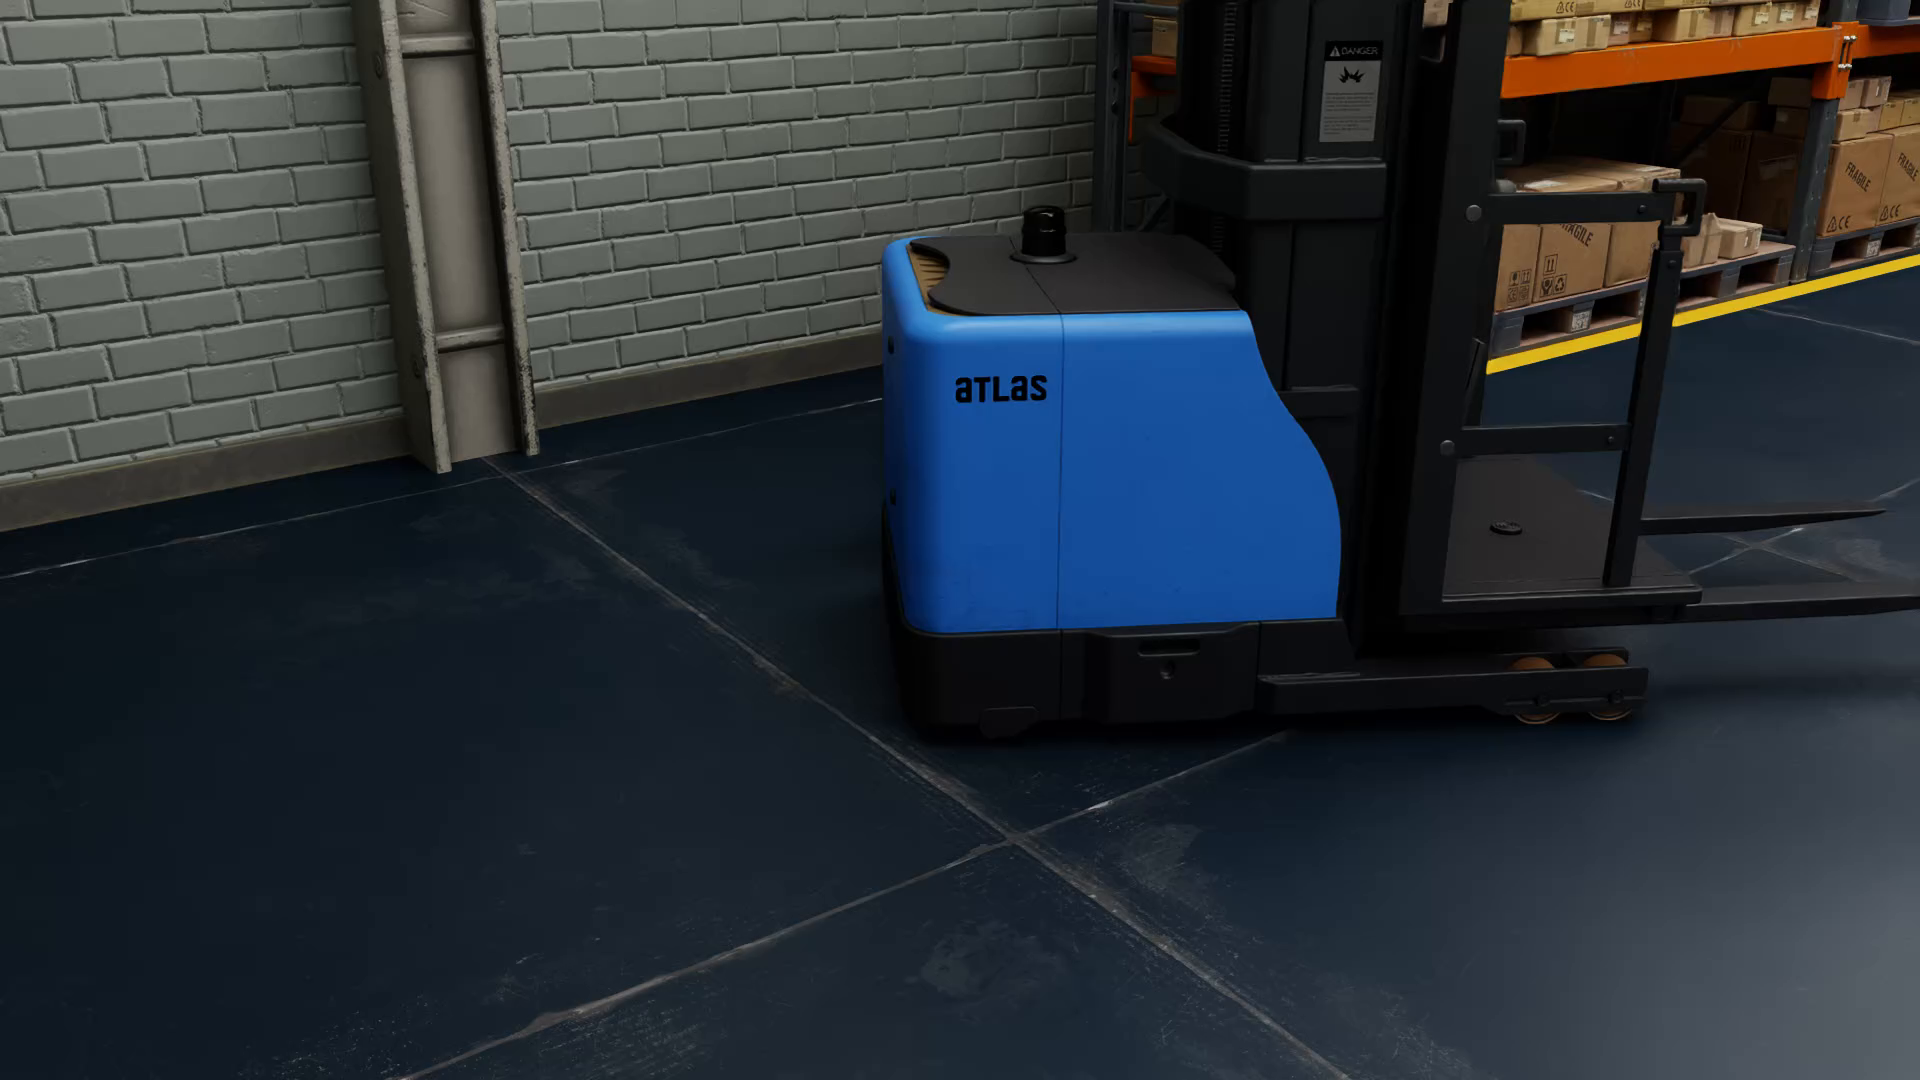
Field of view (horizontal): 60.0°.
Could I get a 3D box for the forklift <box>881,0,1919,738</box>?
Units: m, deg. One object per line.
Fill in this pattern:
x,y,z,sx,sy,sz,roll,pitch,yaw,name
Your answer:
1.321,-1.087,4.165,3.031,2.935,1.130,-2,22,-5,forklift

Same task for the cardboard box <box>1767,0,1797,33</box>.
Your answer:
3.836,-2.574,8.139,0.250,0.149,0.380,-14,26,-31,cardboard box

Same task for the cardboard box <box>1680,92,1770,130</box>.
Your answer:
4.277,-2.400,9.295,0.250,0.149,0.380,-16,27,-35,cardboard box

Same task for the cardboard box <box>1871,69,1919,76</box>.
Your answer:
5.943,-2.851,10.425,0.250,0.149,0.380,-16,27,-34,cardboard box

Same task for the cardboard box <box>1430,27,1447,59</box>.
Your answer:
1.940,-2.077,6.894,0.250,0.149,0.380,-14,26,-31,cardboard box

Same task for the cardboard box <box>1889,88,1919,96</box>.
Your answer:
5.414,-2.480,9.495,0.250,0.149,0.380,-15,26,-33,cardboard box

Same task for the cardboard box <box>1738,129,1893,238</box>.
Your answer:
4.670,-1.970,9.091,0.500,0.500,0.500,-14,25,-31,cardboard box

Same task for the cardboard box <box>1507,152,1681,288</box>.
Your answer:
3.011,-1.569,8.087,0.500,0.500,0.700,-16,27,-35,cardboard box

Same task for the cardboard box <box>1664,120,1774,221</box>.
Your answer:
4.372,-2.128,9.488,0.500,0.500,0.500,-15,26,-33,cardboard box

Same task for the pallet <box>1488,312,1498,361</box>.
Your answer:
1.608,-0.927,7.435,1.213,0.211,1.003,-15,26,-33,pallet

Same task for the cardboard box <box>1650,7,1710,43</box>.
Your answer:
3.220,-2.398,7.698,0.250,0.149,0.380,-15,26,-34,cardboard box

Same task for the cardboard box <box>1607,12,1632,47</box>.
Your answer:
2.772,-2.308,7.473,0.250,0.149,0.380,-15,26,-33,cardboard box

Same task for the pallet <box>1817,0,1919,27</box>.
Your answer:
4.859,-2.950,9.000,1.213,0.211,1.003,-15,26,-33,pallet

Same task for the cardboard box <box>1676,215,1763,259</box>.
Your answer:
3.866,-1.561,8.540,0.250,0.149,0.380,-16,27,-34,cardboard box

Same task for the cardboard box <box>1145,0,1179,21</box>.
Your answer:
1.118,-2.281,6.866,0.500,0.250,0.500,-14,26,-31,cardboard box

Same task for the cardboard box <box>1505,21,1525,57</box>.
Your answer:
2.152,-2.137,7.042,0.250,0.149,0.380,-14,26,-32,cardboard box

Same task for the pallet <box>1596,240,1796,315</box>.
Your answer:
3.588,-1.455,8.758,1.213,0.211,1.003,-15,26,-33,pallet

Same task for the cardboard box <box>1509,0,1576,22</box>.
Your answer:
2.244,-2.338,7.010,0.500,0.250,0.500,-16,26,-34,cardboard box

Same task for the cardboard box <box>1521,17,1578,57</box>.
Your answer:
2.401,-2.169,7.123,0.250,0.149,0.380,-16,27,-34,cardboard box

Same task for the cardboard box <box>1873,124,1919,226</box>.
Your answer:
5.097,-2.088,9.388,0.500,0.500,0.500,-15,26,-34,cardboard box

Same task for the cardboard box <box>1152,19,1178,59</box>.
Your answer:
1.012,-2.069,6.872,0.250,0.149,0.380,-15,26,-33,cardboard box

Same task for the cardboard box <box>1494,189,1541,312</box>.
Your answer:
2.168,-1.344,7.523,0.500,0.500,0.700,-14,26,-31,cardboard box

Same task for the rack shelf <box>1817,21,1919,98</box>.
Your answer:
5.770,-2.997,9.831,4.000,0.370,1.077,-15,26,-33,rack shelf

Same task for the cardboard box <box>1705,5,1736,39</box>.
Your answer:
3.411,-2.462,7.858,0.250,0.149,0.380,-14,26,-31,cardboard box

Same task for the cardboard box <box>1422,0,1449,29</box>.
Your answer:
1.834,-2.228,6.733,0.500,0.250,0.500,-15,26,-32,cardboard box

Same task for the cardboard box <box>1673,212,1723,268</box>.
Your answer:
3.576,-1.538,8.325,0.258,0.266,0.396,-14,26,-31,cardboard box

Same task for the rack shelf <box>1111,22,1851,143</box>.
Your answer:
2.523,-2.132,7.662,4.000,0.370,1.077,-15,26,-33,rack shelf

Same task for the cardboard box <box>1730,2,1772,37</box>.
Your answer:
3.640,-2.511,7.979,0.250,0.149,0.380,-14,26,-31,cardboard box

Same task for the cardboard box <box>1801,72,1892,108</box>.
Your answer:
4.776,-2.440,8.994,0.250,0.149,0.380,-16,27,-35,cardboard box

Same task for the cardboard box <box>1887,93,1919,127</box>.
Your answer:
5.189,-2.437,9.388,0.250,0.149,0.380,-15,26,-34,cardboard box

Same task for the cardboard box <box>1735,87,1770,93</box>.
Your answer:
4.680,-2.514,9.580,0.250,0.149,0.380,-15,26,-32,cardboard box

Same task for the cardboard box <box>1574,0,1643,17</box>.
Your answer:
2.646,-2.455,7.304,0.500,0.250,0.500,-16,27,-34,cardboard box

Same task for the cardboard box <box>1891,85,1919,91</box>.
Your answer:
5.616,-2.533,9.628,0.250,0.149,0.380,-14,26,-31,cardboard box

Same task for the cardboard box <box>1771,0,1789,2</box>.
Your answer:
3.875,-2.784,8.126,0.500,0.250,0.500,-14,26,-32,cardboard box

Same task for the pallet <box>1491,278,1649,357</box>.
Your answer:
2.597,-1.189,8.093,1.213,0.211,1.003,-15,26,-33,pallet

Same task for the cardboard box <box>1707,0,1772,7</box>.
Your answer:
3.477,-2.671,7.843,0.500,0.250,0.500,-15,26,-33,cardboard box

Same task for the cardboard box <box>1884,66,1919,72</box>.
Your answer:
6.127,-2.922,10.603,0.250,0.149,0.380,-16,27,-35,cardboard box

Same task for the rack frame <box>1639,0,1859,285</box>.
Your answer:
4.146,-2.899,8.613,0.127,3.000,1.000,-15,26,-33,rack frame

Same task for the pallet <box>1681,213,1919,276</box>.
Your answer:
4.785,-1.791,9.600,1.213,0.211,1.003,-15,26,-33,pallet

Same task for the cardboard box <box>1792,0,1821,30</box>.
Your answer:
4.035,-2.637,8.296,0.250,0.149,0.380,-15,26,-32,cardboard box

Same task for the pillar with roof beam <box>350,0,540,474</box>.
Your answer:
0.699,-3.212,1.303,0.400,9.000,9.100,-15,26,-33,pillar with roof beam

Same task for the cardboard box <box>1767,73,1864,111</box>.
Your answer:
4.558,-2.388,8.863,0.250,0.149,0.380,-15,26,-34,cardboard box

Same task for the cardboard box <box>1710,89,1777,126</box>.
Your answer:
4.487,-2.459,9.442,0.250,0.149,0.380,-15,26,-33,cardboard box

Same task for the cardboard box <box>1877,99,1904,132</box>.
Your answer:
4.974,-2.374,9.229,0.250,0.149,0.380,-17,27,-36,cardboard box

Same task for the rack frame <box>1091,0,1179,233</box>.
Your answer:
0.899,-2.033,6.443,0.127,3.000,1.000,-15,26,-33,rack frame

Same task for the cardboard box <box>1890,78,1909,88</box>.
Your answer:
5.526,-2.739,10.144,0.250,0.149,0.380,-16,27,-35,cardboard box

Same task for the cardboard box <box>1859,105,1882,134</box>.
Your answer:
4.773,-2.315,9.081,0.250,0.149,0.380,-16,27,-34,cardboard box

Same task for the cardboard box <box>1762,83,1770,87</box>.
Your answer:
4.872,-2.577,9.739,0.250,0.149,0.380,-16,27,-35,cardboard box

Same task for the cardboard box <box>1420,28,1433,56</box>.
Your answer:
1.699,-2.041,6.803,0.250,0.149,0.380,-15,26,-34,cardboard box

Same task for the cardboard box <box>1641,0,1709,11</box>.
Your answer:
3.065,-2.567,7.582,0.500,0.250,0.500,-15,26,-33,cardboard box

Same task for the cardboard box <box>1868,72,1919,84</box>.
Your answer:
5.770,-2.785,10.258,0.250,0.149,0.380,-15,26,-33,cardboard box

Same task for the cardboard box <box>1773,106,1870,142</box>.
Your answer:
4.593,-2.232,8.872,0.250,0.149,0.380,-14,25,-30,cardboard box

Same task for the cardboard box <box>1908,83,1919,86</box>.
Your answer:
5.818,-2.600,9.796,0.250,0.149,0.380,-15,26,-33,cardboard box

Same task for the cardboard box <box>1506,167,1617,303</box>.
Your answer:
2.655,-1.428,7.735,0.500,0.500,0.500,-14,26,-32,cardboard box

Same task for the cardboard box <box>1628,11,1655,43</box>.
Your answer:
2.945,-2.376,7.642,0.250,0.149,0.380,-14,26,-32,cardboard box

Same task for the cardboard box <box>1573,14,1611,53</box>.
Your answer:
2.603,-2.232,7.281,0.250,0.149,0.380,-14,26,-32,cardboard box

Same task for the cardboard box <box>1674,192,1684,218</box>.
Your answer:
3.472,-1.773,8.853,0.500,0.311,0.500,-14,26,-31,cardboard box

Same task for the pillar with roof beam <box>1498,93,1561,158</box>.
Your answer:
5.569,-4.510,4.557,0.400,9.000,9.100,-15,26,-33,pillar with roof beam
